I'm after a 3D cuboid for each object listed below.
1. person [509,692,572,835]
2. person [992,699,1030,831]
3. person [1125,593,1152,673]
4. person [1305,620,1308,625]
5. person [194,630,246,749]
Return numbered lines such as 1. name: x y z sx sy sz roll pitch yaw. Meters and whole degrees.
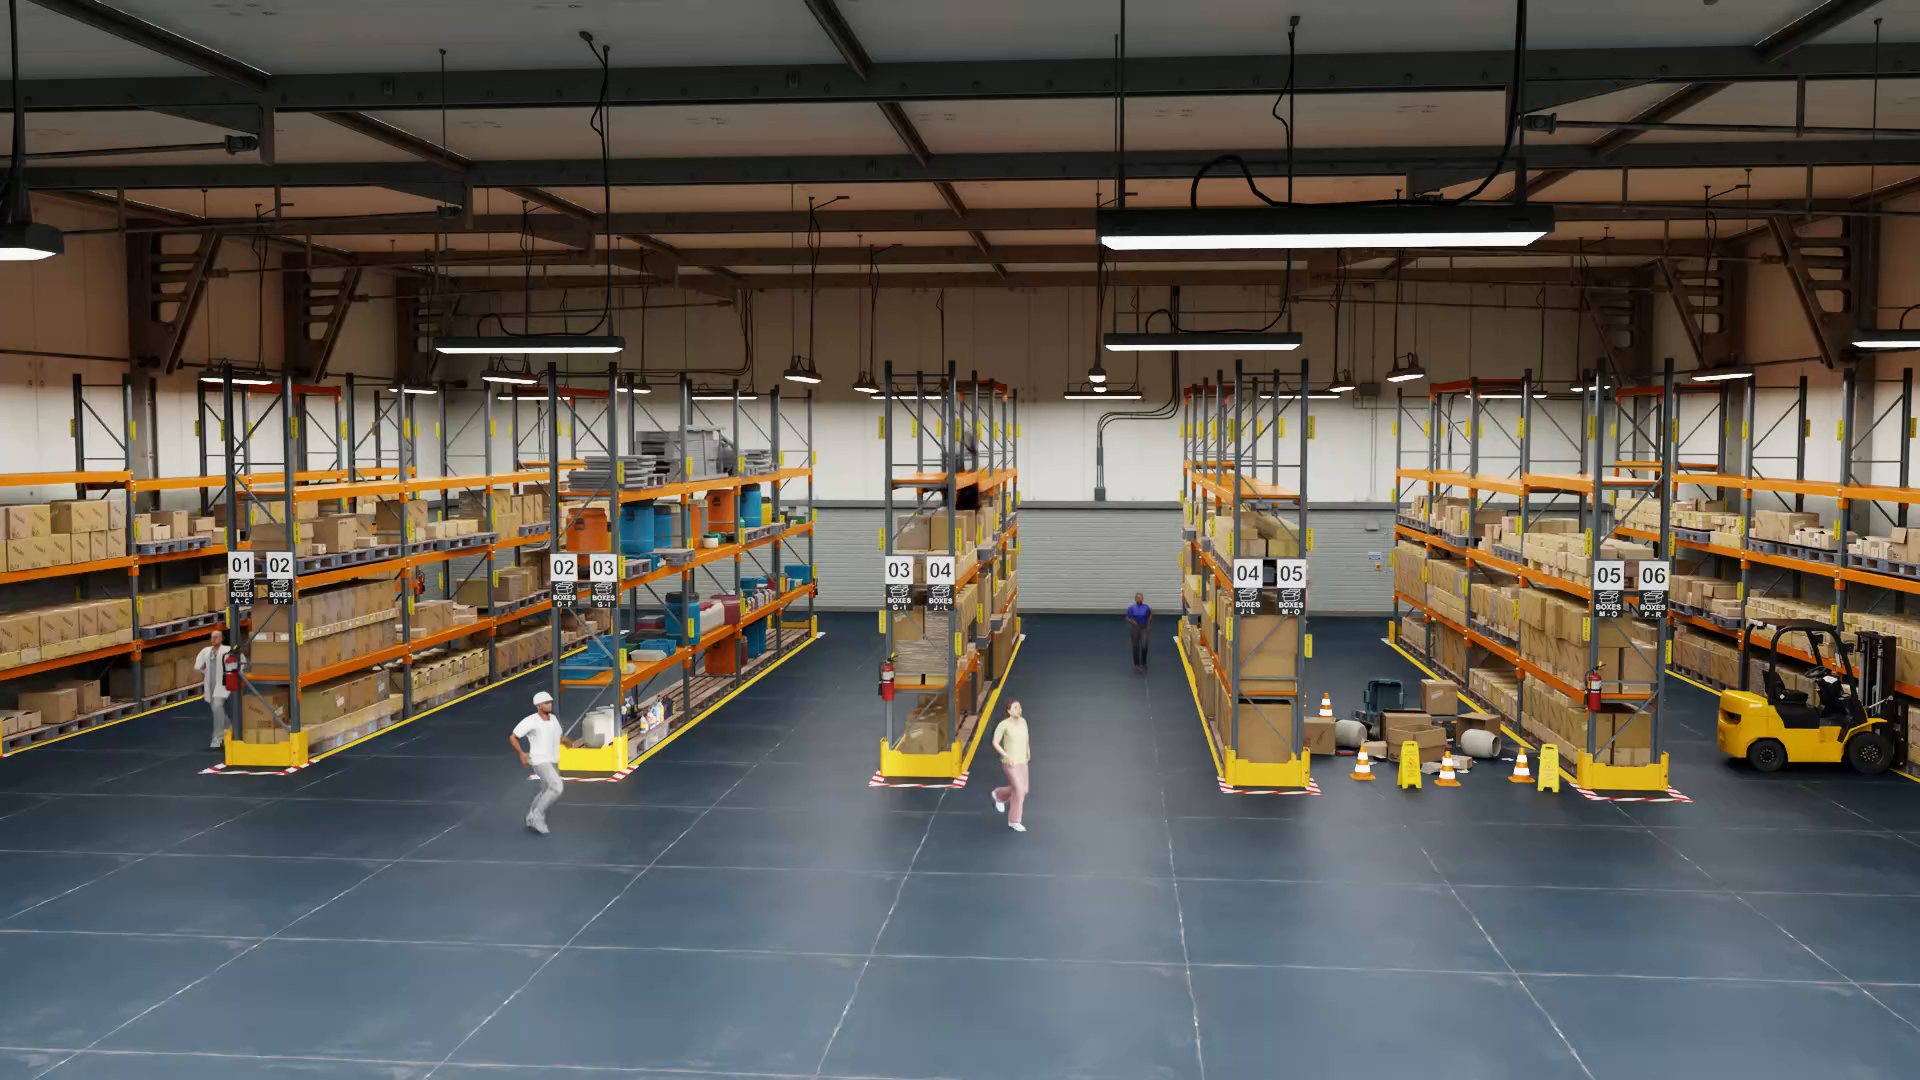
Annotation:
1. person: -5.135 2.764 20.646 0.688 1.759 0.675 1 4 21
2. person: 0.620 2.897 21.038 0.577 1.487 0.642 -3 5 -38
3. person: 3.710 1.931 34.450 0.572 1.683 0.697 0 4 2
4. person: 8.015 1.442 40.634 0.981 1.787 0.692 1 4 8
5. person: -11.845 2.363 26.577 0.677 1.846 0.866 0 4 7
